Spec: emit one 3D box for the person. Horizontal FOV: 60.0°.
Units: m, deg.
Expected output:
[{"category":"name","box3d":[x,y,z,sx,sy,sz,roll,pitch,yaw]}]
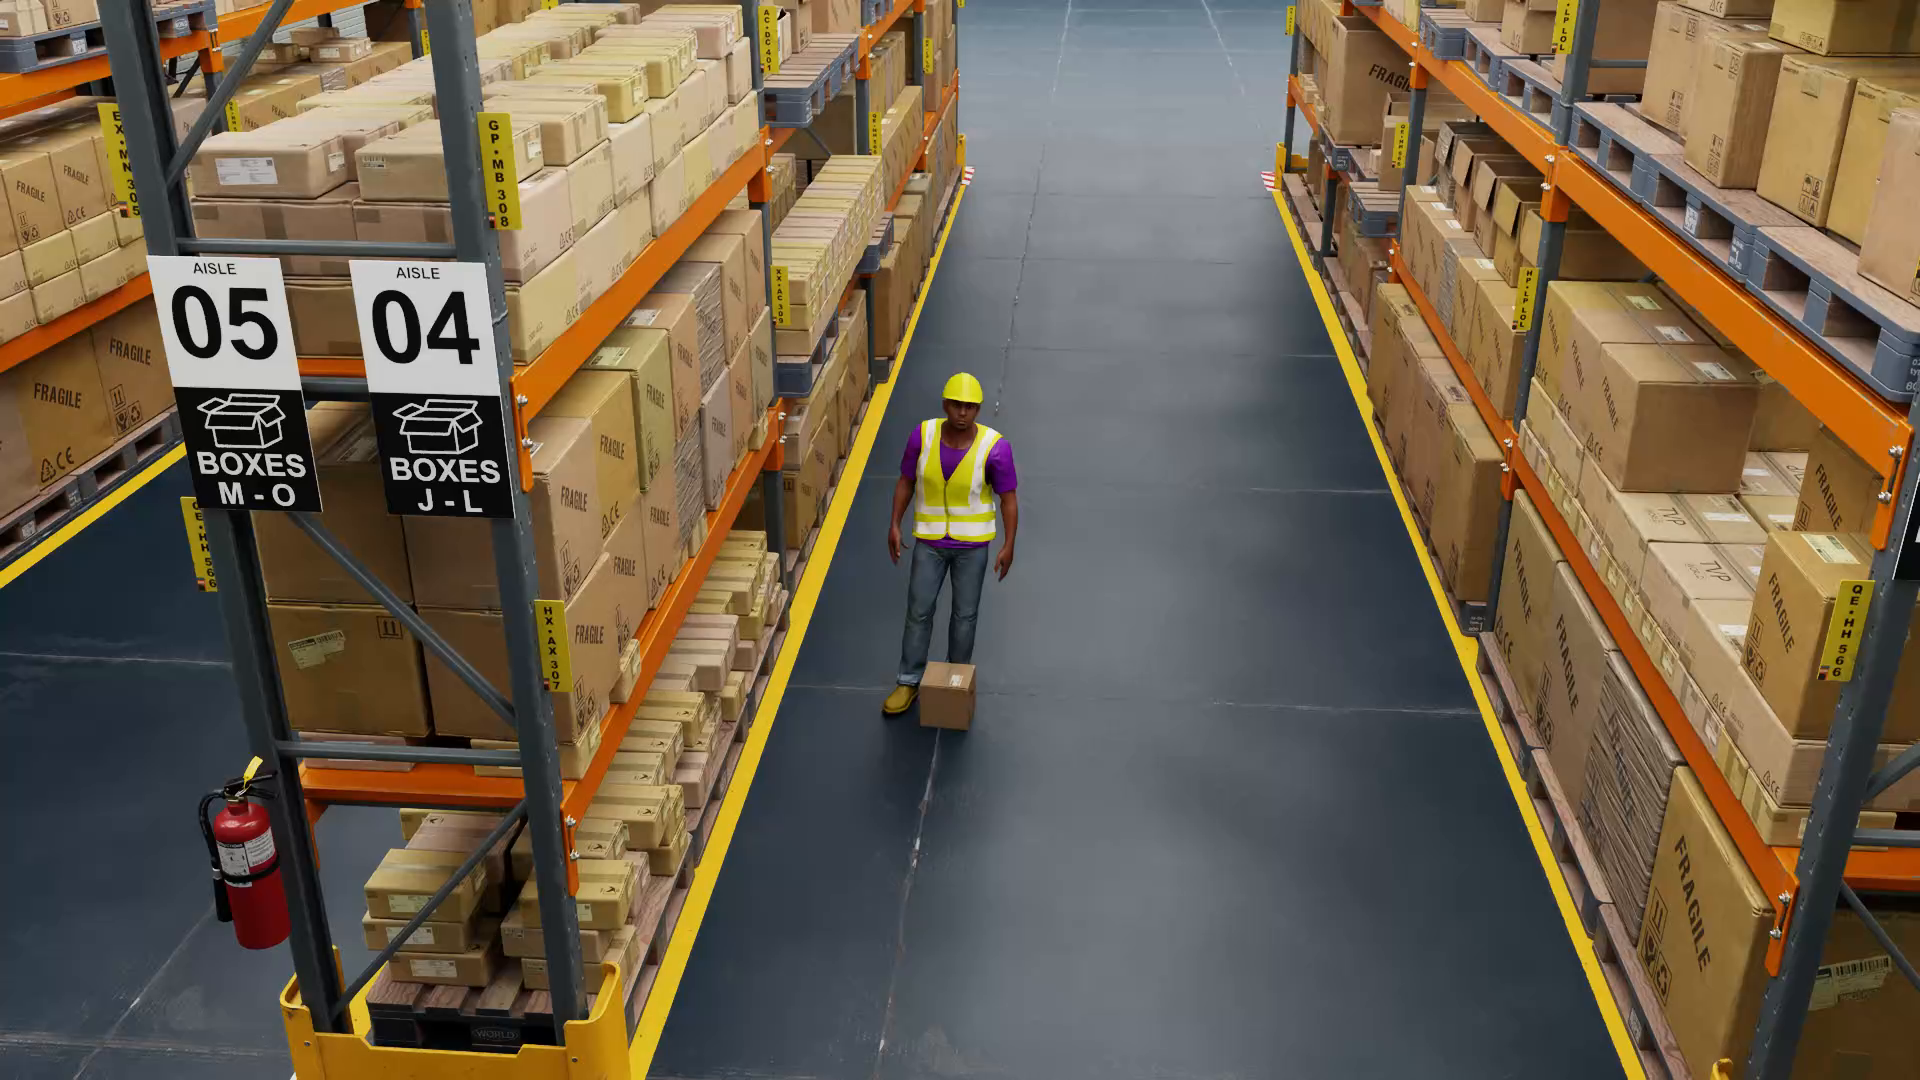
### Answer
[{"category":"person","box3d":[-0.053,0.027,8.494,0.666,1.766,0.576,5,25,10]}]
